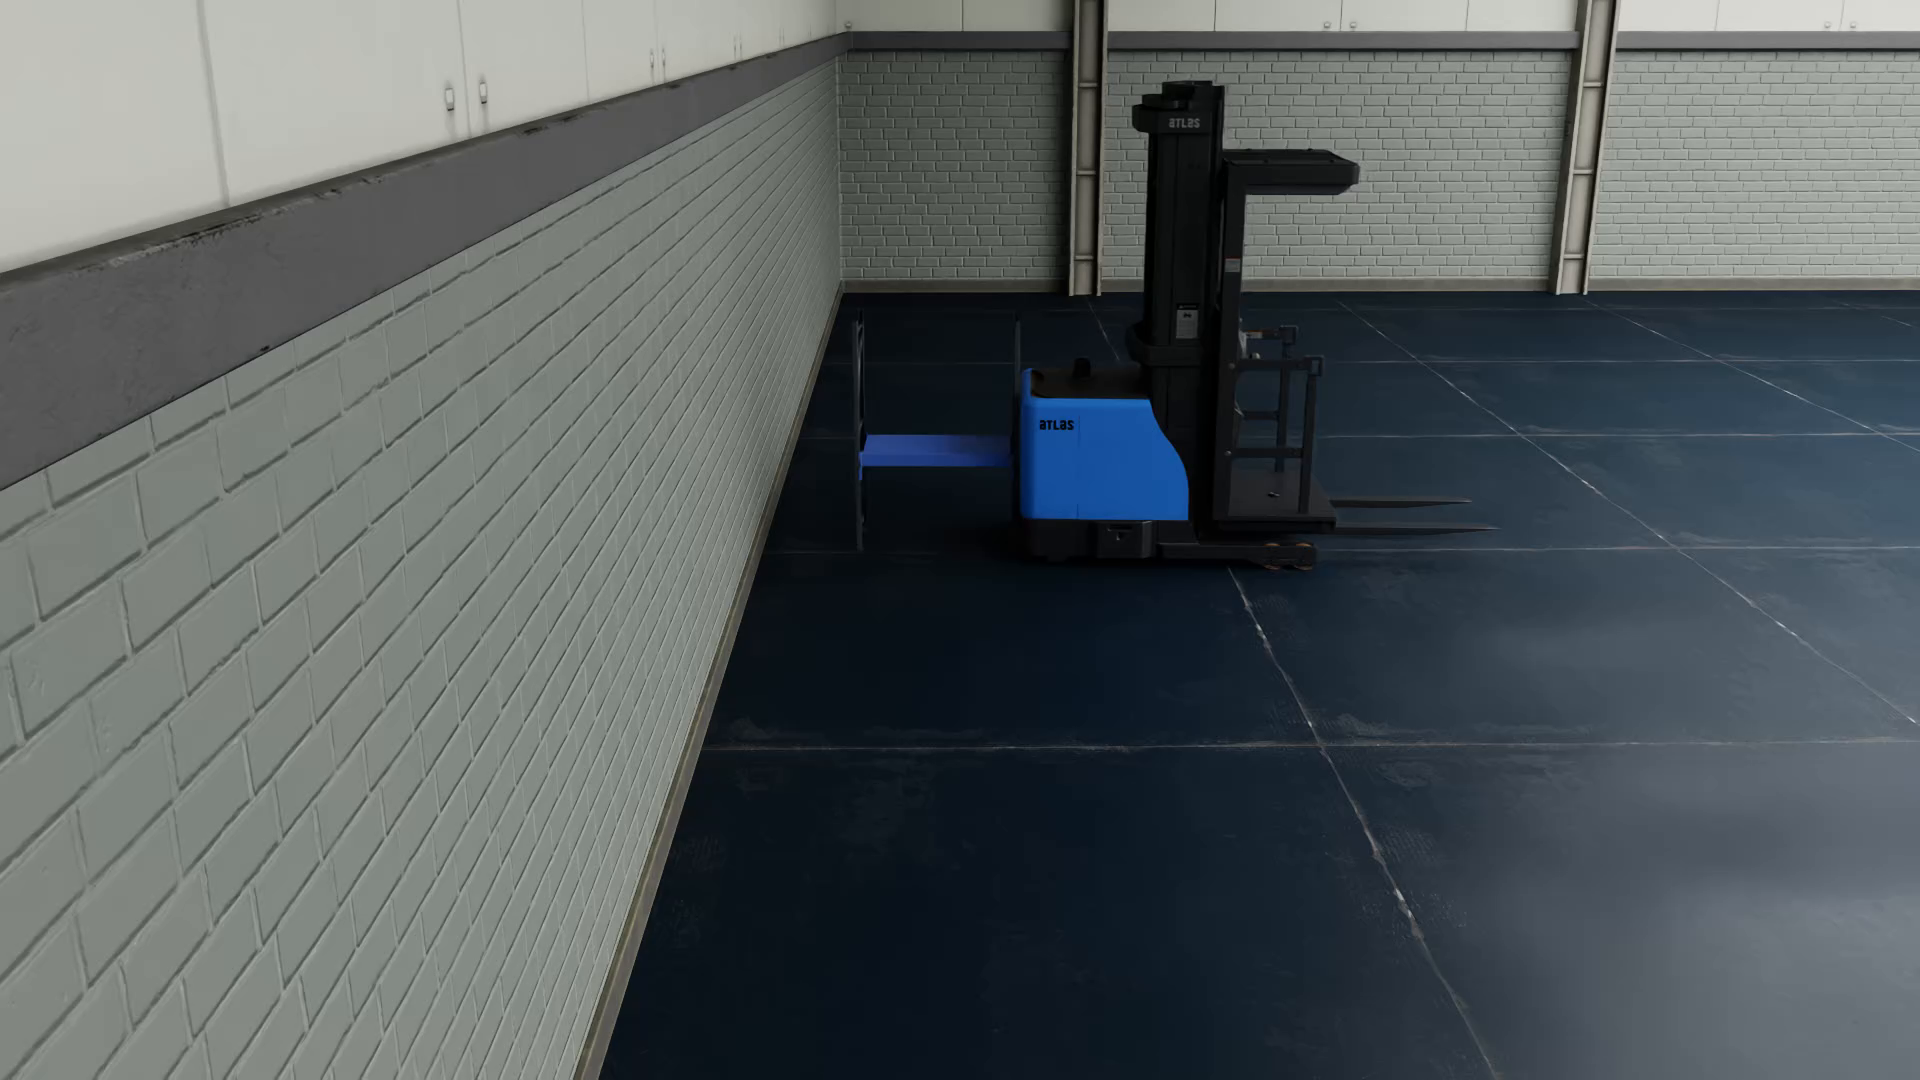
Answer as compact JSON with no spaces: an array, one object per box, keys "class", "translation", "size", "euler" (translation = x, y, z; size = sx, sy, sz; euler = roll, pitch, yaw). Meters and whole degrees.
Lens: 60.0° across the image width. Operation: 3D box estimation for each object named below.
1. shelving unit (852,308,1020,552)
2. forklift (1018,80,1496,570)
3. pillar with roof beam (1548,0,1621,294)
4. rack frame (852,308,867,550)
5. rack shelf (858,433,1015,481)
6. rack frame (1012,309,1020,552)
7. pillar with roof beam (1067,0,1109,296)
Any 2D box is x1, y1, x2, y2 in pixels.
[{"class":"shelving unit","translation":[-0.145,-0.719,10.832],"size":[1.048,1.500,0.538],"euler":[0,18,1]},{"class":"forklift","translation":[1.896,-1.373,10.529],"size":[3.031,2.935,1.130],"euler":[1,18,2]},{"class":"pillar with roof beam","translation":[7.594,-6.040,15.146],"size":[0.400,9.000,9.100],"euler":[0,18,-1]},{"class":"rack frame","translation":[-0.653,-0.722,10.843],"size":[0.032,1.500,0.500],"euler":[0,18,1]},{"class":"rack shelf","translation":[-0.145,-0.547,10.887],"size":[1.000,0.185,0.538],"euler":[0,18,1]},{"class":"rack frame","translation":[0.364,-0.715,10.821],"size":[0.032,1.500,0.500],"euler":[0,18,1]},{"class":"pillar with roof beam","translation":[1.595,-6.012,15.055],"size":[0.400,9.000,9.100],"euler":[0,18,-1]}]
